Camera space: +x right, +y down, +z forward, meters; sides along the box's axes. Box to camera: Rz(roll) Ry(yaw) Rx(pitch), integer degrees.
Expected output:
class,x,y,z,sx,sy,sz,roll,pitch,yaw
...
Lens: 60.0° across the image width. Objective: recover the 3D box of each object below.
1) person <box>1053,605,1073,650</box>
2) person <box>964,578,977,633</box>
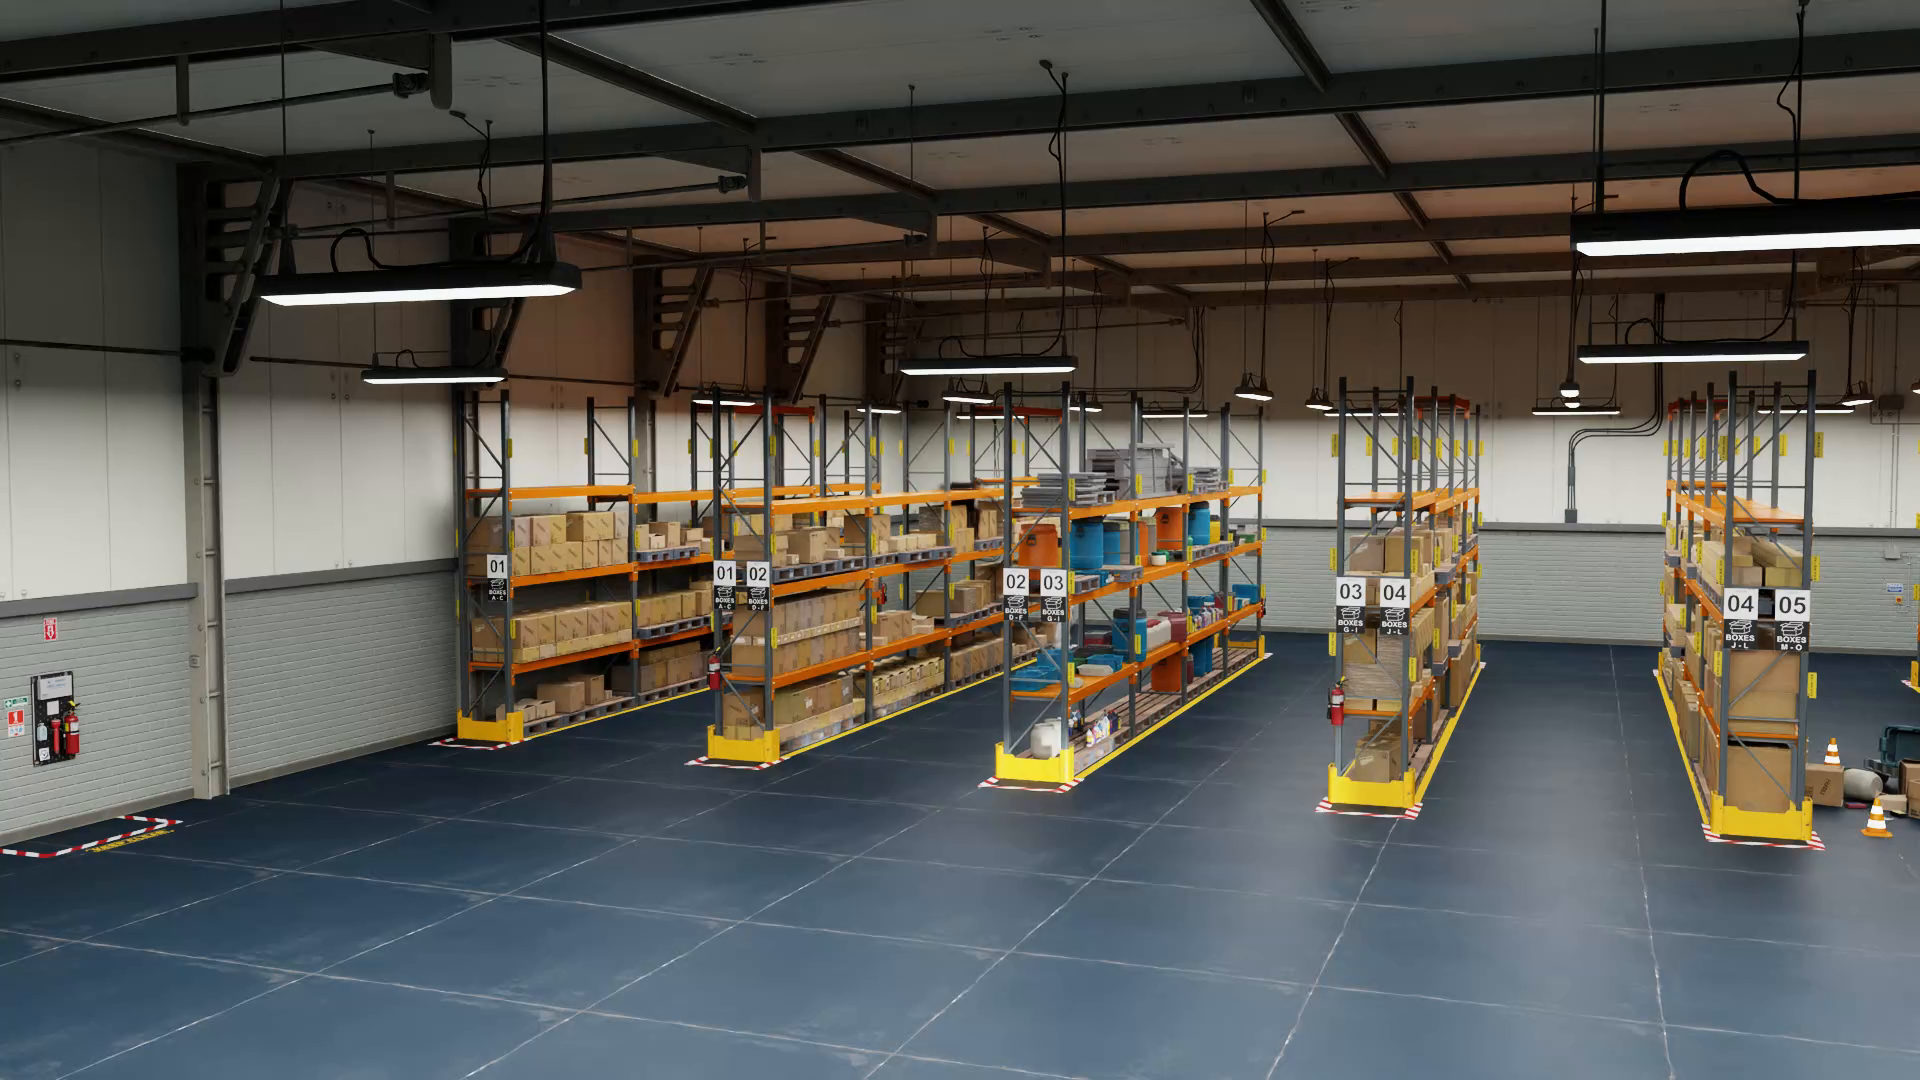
class,x,y,z,sx,sy,sz,roll,pitch,yaw
person,2.150,2.153,34.857,0.466,1.775,0.667,0,3,-6
person,0.187,1.818,42.077,0.666,1.717,1.058,1,3,18
